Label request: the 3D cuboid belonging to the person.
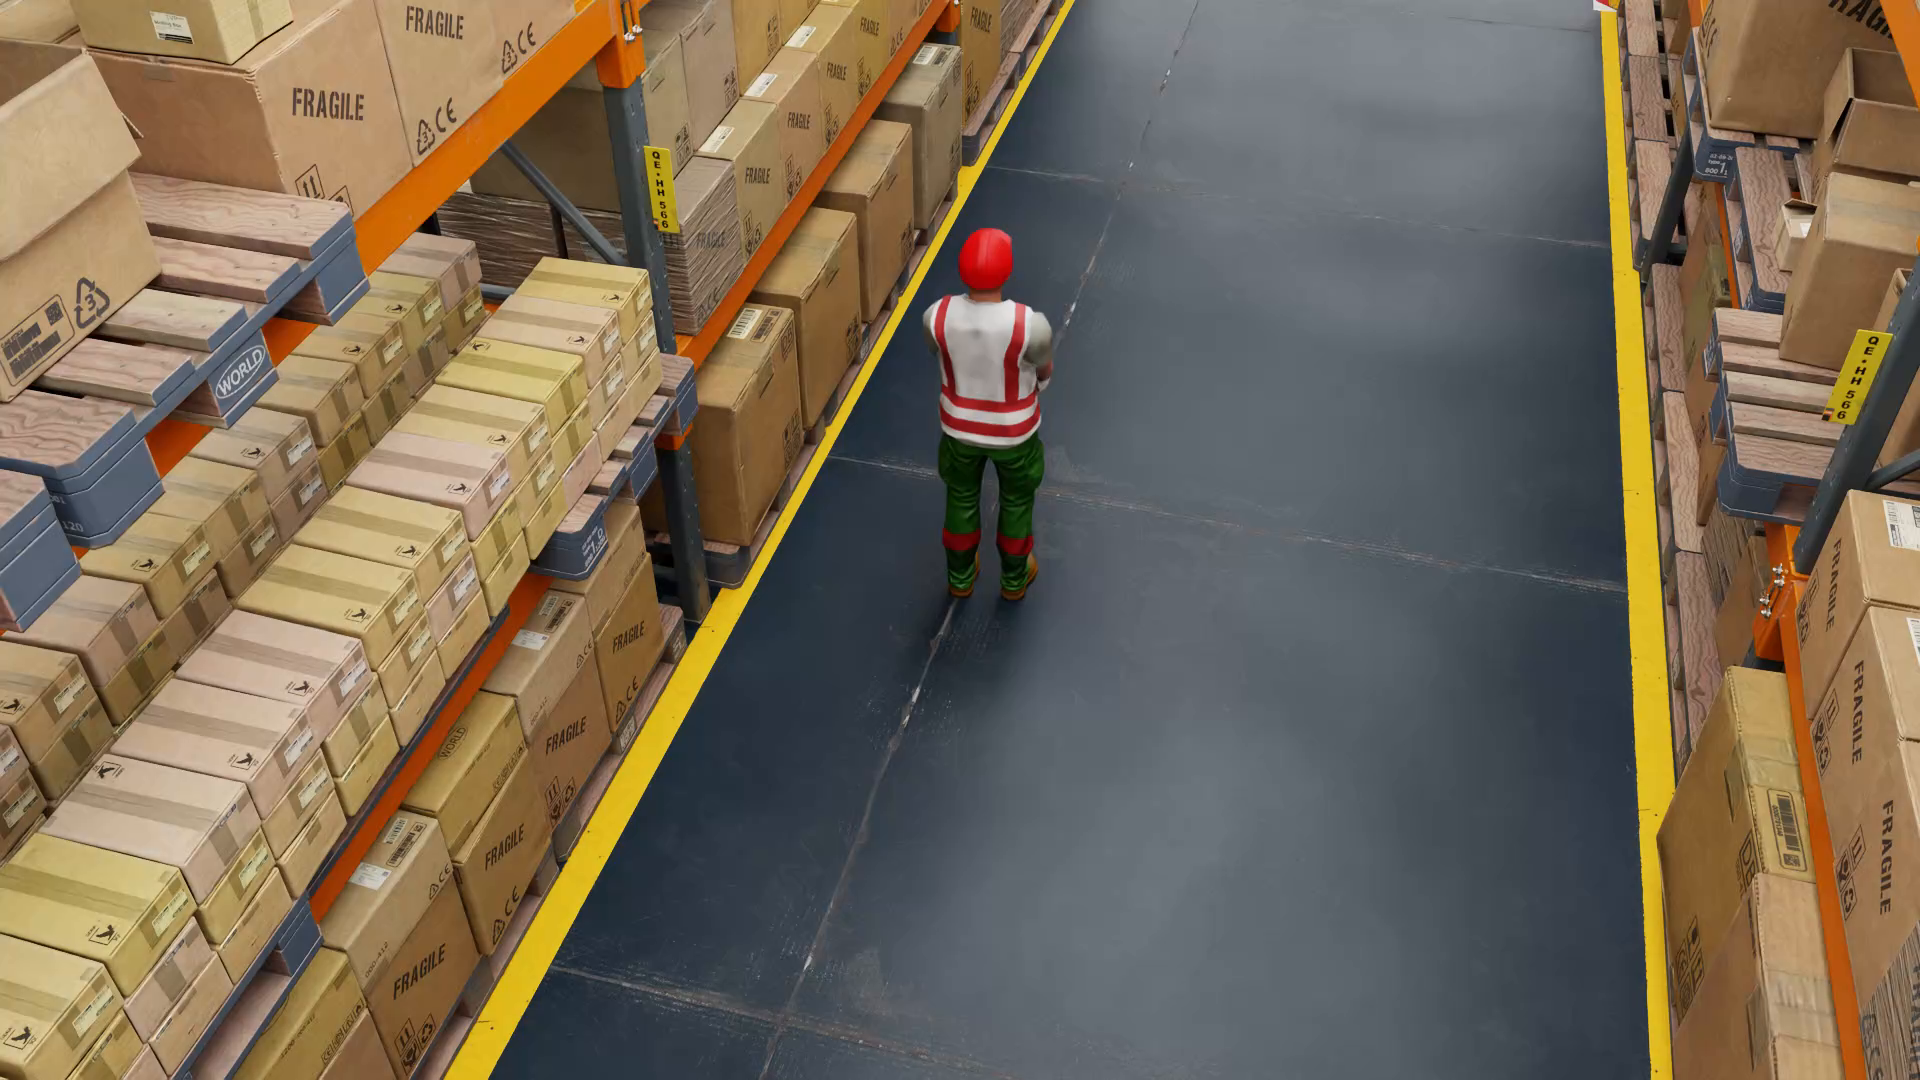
[{"bbox_3d":[0.124,-0.482,6.708,0.617,1.778,0.453,7,41,8],"label":"person"}]
